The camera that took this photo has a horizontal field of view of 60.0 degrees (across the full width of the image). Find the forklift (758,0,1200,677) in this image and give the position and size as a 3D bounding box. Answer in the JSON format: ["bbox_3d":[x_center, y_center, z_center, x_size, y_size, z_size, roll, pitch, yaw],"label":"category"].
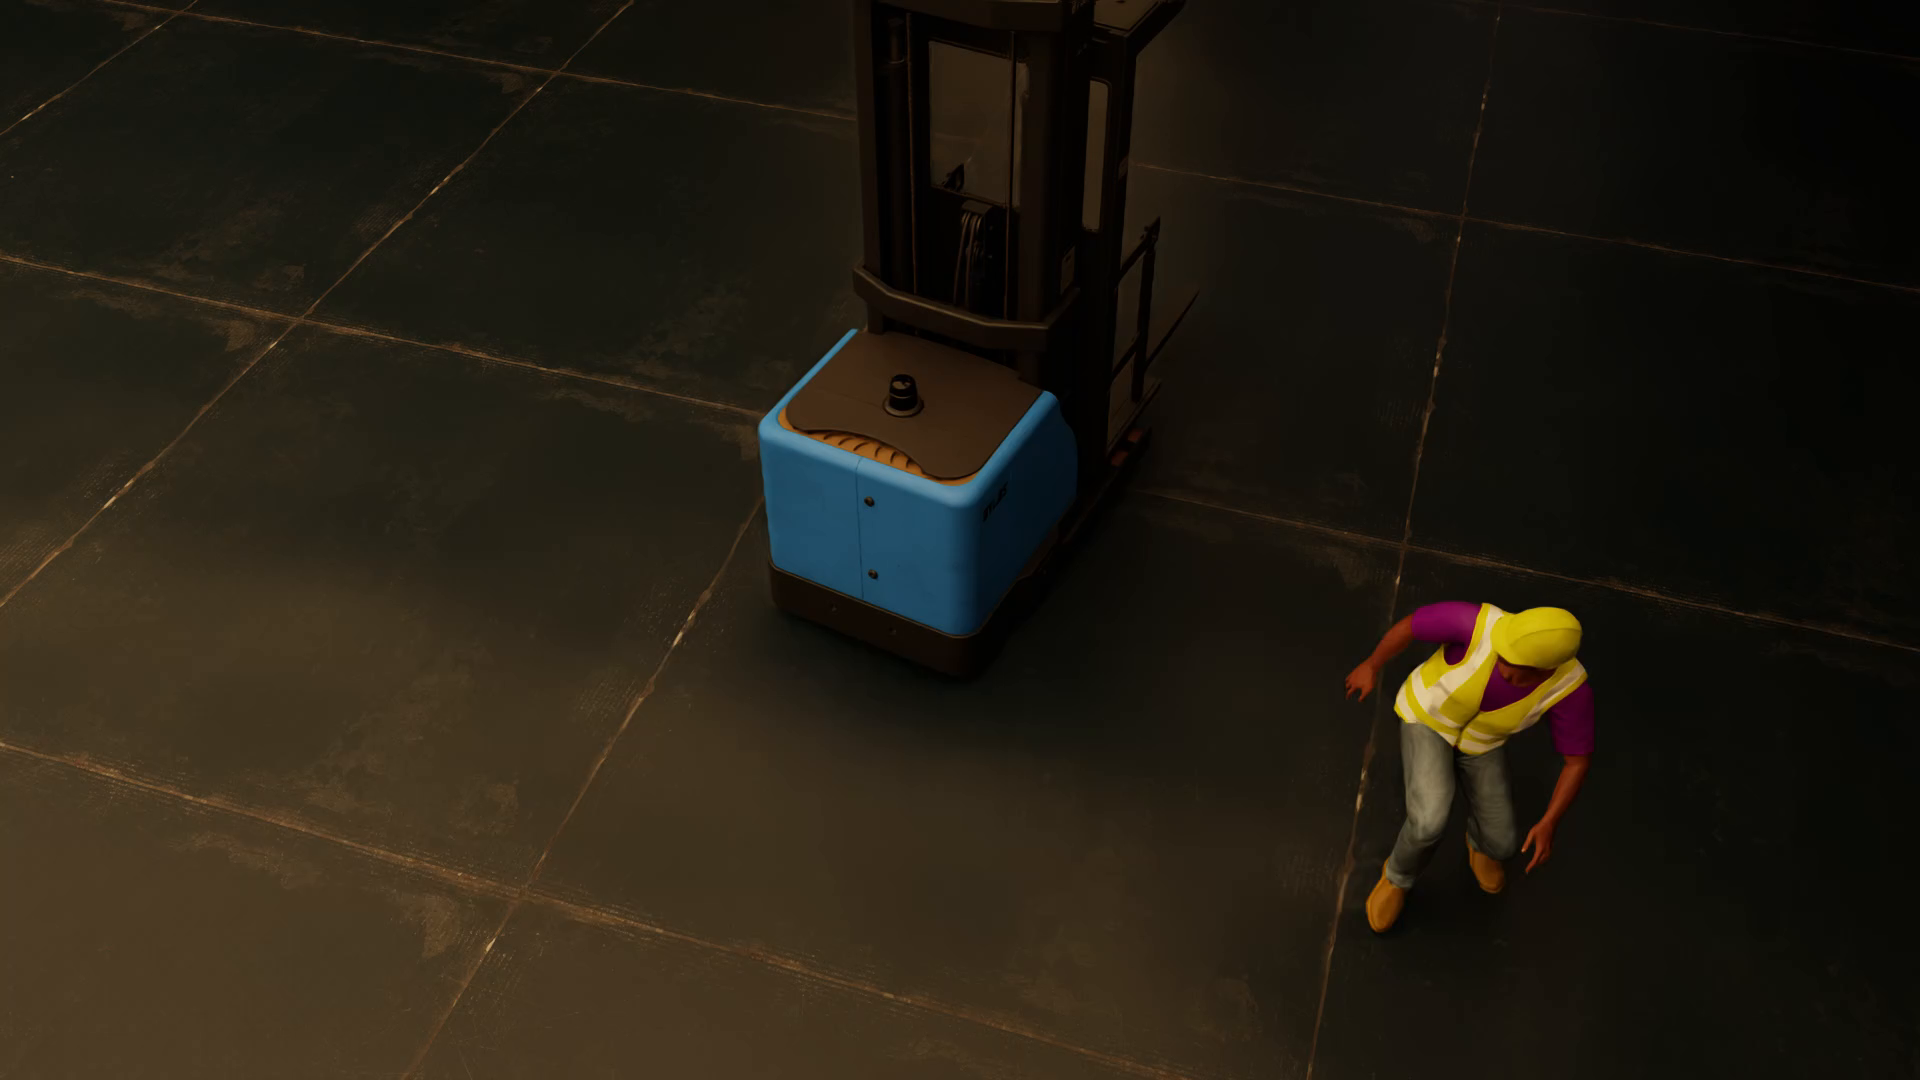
[{"bbox_3d":[0.292,-1.488,7.289,1.130,2.935,3.031,20,47,20],"label":"forklift"}]

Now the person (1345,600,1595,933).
[{"bbox_3d":[1.796,0.764,5.922,0.819,1.535,0.742,6,43,6],"label":"person"}]
